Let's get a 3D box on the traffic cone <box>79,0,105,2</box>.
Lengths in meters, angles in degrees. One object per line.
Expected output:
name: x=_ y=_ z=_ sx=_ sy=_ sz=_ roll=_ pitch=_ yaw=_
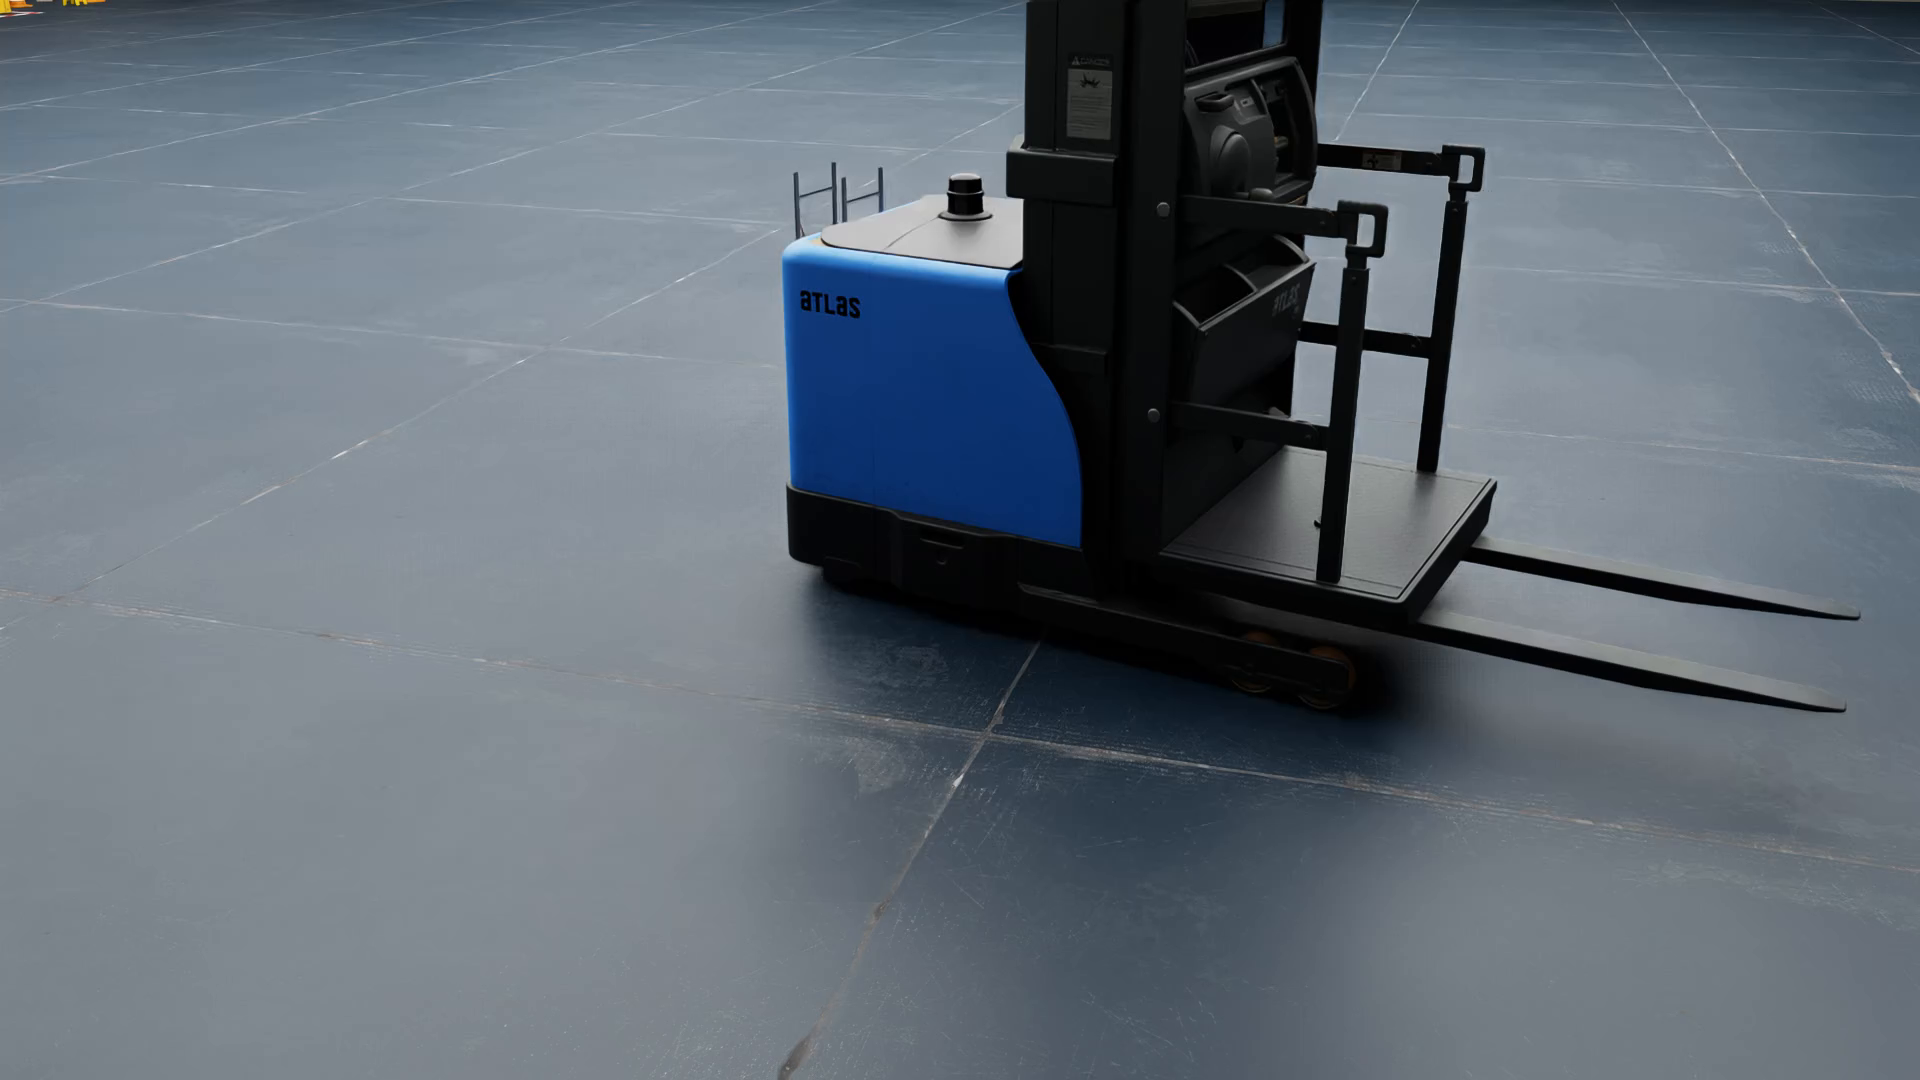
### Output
traffic cone: x=-13.951 y=-8.860 z=26.611 sx=0.334 sy=0.463 sz=0.336 roll=7 pitch=23 yaw=16

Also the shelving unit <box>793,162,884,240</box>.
shelving unit: x=-0.393 y=-0.644 z=5.609 sx=0.189 sy=1.200 sz=0.258 roll=12 pitch=25 yaw=27

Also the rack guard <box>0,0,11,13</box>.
rack guard: x=-14.482 y=-7.927 z=24.288 sx=0.348 sy=0.500 sz=1.175 roll=7 pitch=23 yaw=16

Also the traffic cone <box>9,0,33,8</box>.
traffic cone: x=-14.603 y=-8.487 z=25.701 sx=0.334 sy=0.463 sz=0.336 roll=7 pitch=23 yaw=16

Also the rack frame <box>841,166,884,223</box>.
rack frame: x=-0.314 y=-0.627 z=5.567 sx=0.006 sy=1.200 sz=0.240 roll=12 pitch=25 yaw=27

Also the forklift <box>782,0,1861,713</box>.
forklift: x=0.988 y=-1.128 z=4.510 sx=3.031 sy=2.935 sz=1.130 roll=12 pitch=25 yaw=27

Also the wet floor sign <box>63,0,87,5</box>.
wet floor sign: x=-13.905 y=-8.713 z=26.013 sx=0.232 sy=0.644 sz=0.267 roll=3 pitch=22 yaw=6

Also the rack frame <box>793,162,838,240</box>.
rack frame: x=-0.473 y=-0.661 z=5.651 sx=0.006 sy=1.200 sz=0.240 roll=12 pitch=25 yaw=27
